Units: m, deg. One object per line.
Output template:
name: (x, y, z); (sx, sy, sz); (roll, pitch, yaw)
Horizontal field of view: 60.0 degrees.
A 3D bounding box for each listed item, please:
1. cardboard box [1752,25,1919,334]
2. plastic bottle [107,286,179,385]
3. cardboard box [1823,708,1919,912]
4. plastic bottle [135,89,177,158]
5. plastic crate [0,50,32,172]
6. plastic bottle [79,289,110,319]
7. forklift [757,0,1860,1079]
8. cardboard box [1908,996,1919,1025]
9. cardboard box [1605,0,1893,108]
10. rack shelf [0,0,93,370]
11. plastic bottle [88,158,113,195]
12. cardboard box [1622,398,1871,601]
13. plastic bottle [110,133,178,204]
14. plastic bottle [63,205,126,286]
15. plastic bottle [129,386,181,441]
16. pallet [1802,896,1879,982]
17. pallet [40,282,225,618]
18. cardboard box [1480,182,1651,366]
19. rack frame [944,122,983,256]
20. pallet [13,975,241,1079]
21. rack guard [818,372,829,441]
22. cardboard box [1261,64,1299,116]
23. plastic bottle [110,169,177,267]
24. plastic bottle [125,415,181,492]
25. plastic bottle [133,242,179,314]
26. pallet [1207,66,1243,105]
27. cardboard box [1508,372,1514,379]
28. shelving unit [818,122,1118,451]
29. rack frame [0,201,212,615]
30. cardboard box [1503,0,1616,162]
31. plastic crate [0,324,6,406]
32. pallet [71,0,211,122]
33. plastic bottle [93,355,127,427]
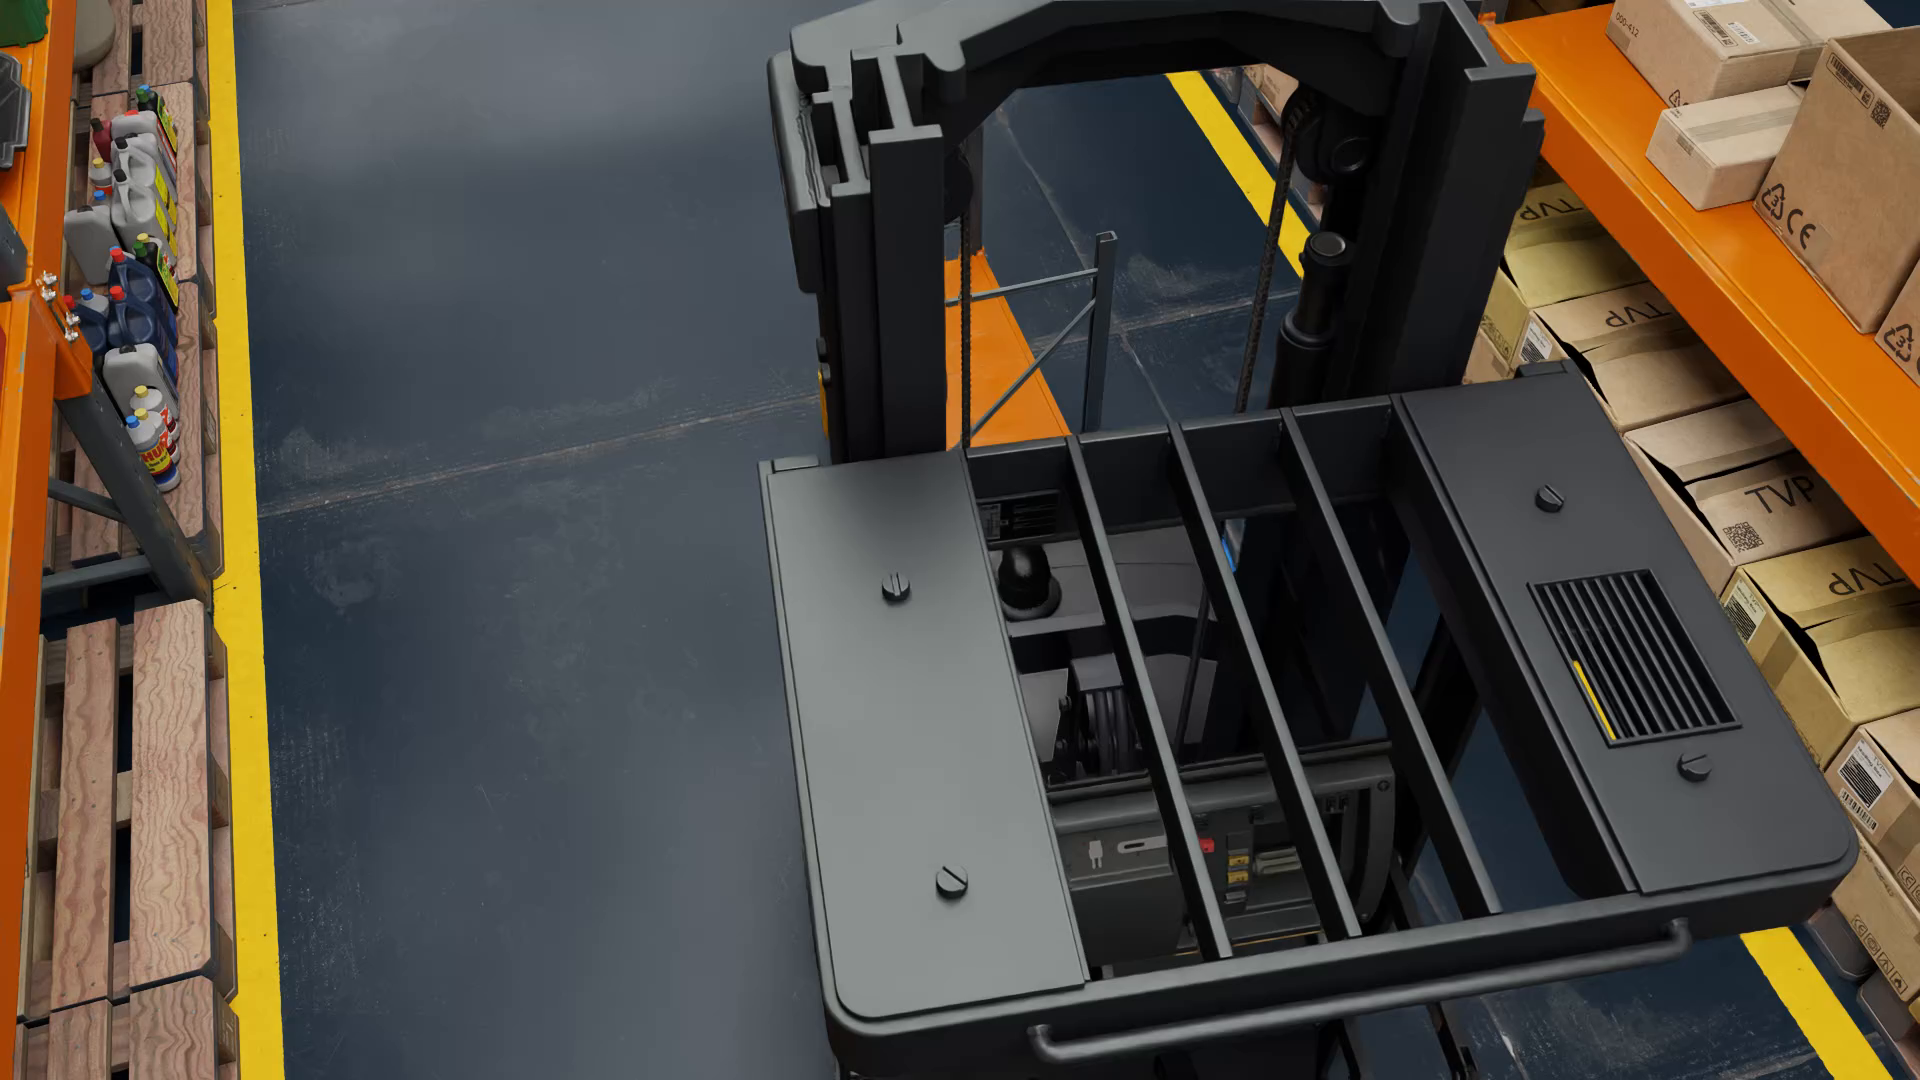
cardboard box: (2.329, -0.875, 3.961); (0.500, 0.500, 0.500); (-10, 51, -8)
plastic bottle: (-2.614, -0.647, 5.278); (0.144, 0.351, 0.185); (-12, 51, -10)
cardboard box: (2.448, 0.625, 3.918); (0.500, 0.311, 0.500); (-14, 51, -11)
plastic bottle: (-2.940, -1.540, 6.075); (0.061, 0.283, 0.133); (-12, 51, -10)
plastic crate: (-2.805, -1.066, 4.228); (0.767, 0.338, 0.504); (-13, 51, -11)
plastic bottle: (-2.772, -0.700, 5.375); (0.097, 0.271, 0.097); (0, 50, 0)
forklift: (0.331, 0.723, 2.723); (1.130, 2.935, 3.031); (-8, 50, -6)
cardboard box: (2.600, 1.175, 3.821); (0.500, 0.250, 0.500); (-14, 51, -11)
cardboard box: (2.149, -1.395, 4.562); (0.500, 0.250, 0.500); (-10, 51, -9)
rack shelf: (-3.363, -1.904, 5.364); (1.077, 0.370, 4.000); (-13, 51, -11)
plastic bottle: (-3.017, -1.261, 5.894); (0.097, 0.201, 0.097); (0, 50, 0)
cardboard box: (2.143, -0.120, 4.546); (0.500, 0.311, 0.500); (-15, 51, -12)
plastic bottle: (-2.903, -1.327, 5.900); (0.152, 0.276, 0.135); (-15, 51, -12)
plastic bottle: (-2.929, -1.019, 5.641); (0.152, 0.276, 0.135); (-13, 51, -11)
plastic bottle: (-2.507, -0.396, 5.164); (0.097, 0.201, 0.097); (0, 50, 0)
pallet: (2.581, 0.528, 4.667); (1.003, 0.211, 1.213); (-13, 51, -11)
pallet: (-2.930, -0.276, 5.345); (1.003, 0.211, 1.213); (-13, 51, -11)
cardboard box: (1.846, -0.864, 5.174); (0.500, 0.311, 0.500); (-13, 51, -11)
rack frame: (-0.176, -0.917, 5.042); (0.500, 1.500, 0.032); (-13, 51, -11)
pallet: (-2.138, 1.681, 3.695); (1.003, 0.211, 1.213); (-13, 51, -11)
rack guard: (-0.170, -0.500, 5.508); (0.587, 0.250, 0.087); (-13, 51, -11)
cardboard box: (1.477, -1.698, 6.244); (0.500, 0.250, 0.500); (-13, 51, -11)
plastic bottle: (-2.795, -1.095, 5.656); (0.144, 0.351, 0.185); (-14, 51, -11)
plastic bottle: (-2.447, -0.270, 5.012); (0.097, 0.271, 0.097); (0, 50, 0)
plastic bottle: (-2.678, -0.893, 5.530); (0.061, 0.283, 0.133); (-11, 51, -9)
pallet: (1.402, -2.377, 7.116); (1.003, 0.211, 1.213); (-13, 51, -11)
cardboard box: (1.994, -0.317, 5.079); (0.500, 0.250, 0.500); (-12, 51, -10)
shelving unit: (-0.023, -0.539, 4.724); (0.587, 1.500, 1.083); (-13, 51, -11)
rack frame: (-2.771, -0.675, 3.857); (1.000, 3.000, 0.127); (-13, 51, -11)
cardboard box: (2.124, -1.693, 5.748); (0.500, 0.500, 0.500); (-13, 51, -11)
plastic crate: (-2.336, -0.411, 3.593); (0.402, 0.464, 0.583); (-13, 51, -11)
pallet: (-3.652, -2.059, 6.847); (1.003, 0.211, 1.213); (-13, 51, -11)
plastic bottle: (-2.670, -0.479, 5.181); (0.061, 0.283, 0.133); (-13, 51, -11)
